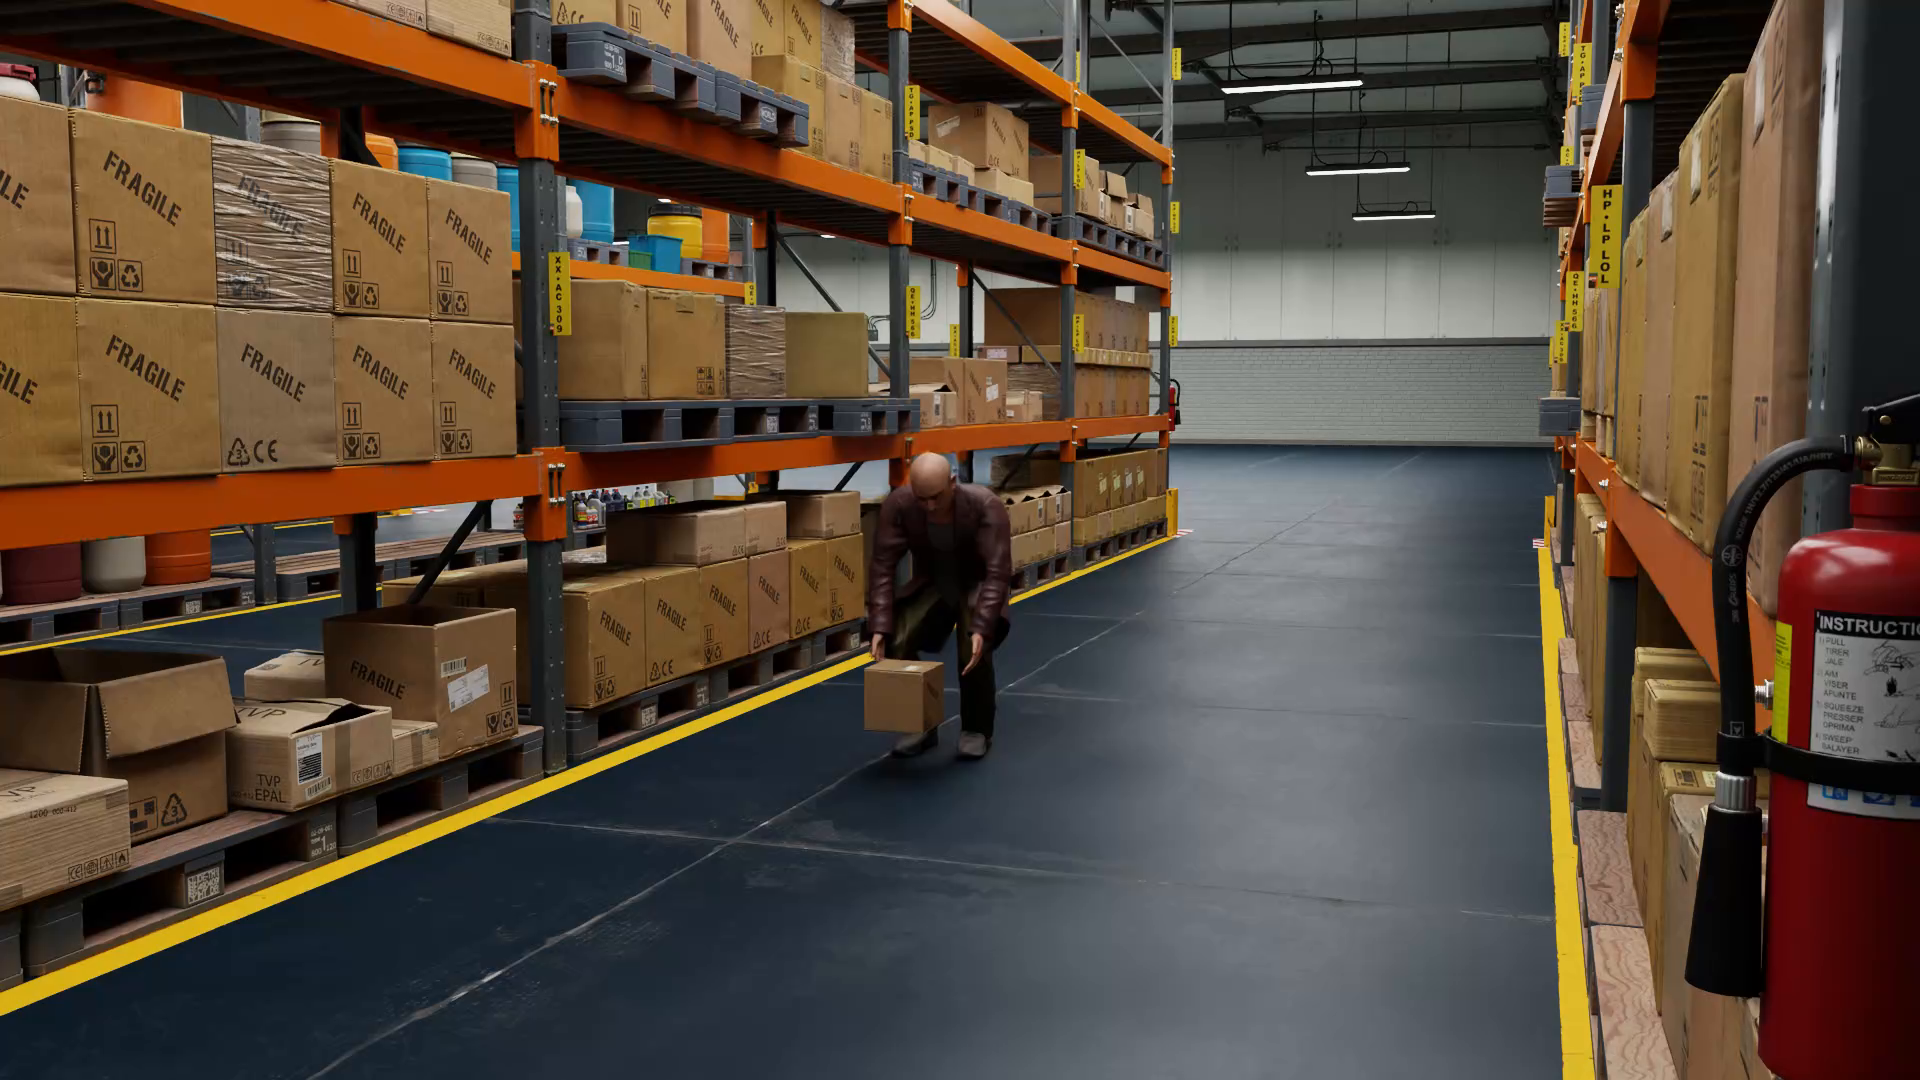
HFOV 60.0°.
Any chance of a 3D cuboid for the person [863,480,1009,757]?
[{"bbox_3d":[-0.055,0.332,7.077,0.623,1.180,0.822,2,5,18],"label":"person"}]
